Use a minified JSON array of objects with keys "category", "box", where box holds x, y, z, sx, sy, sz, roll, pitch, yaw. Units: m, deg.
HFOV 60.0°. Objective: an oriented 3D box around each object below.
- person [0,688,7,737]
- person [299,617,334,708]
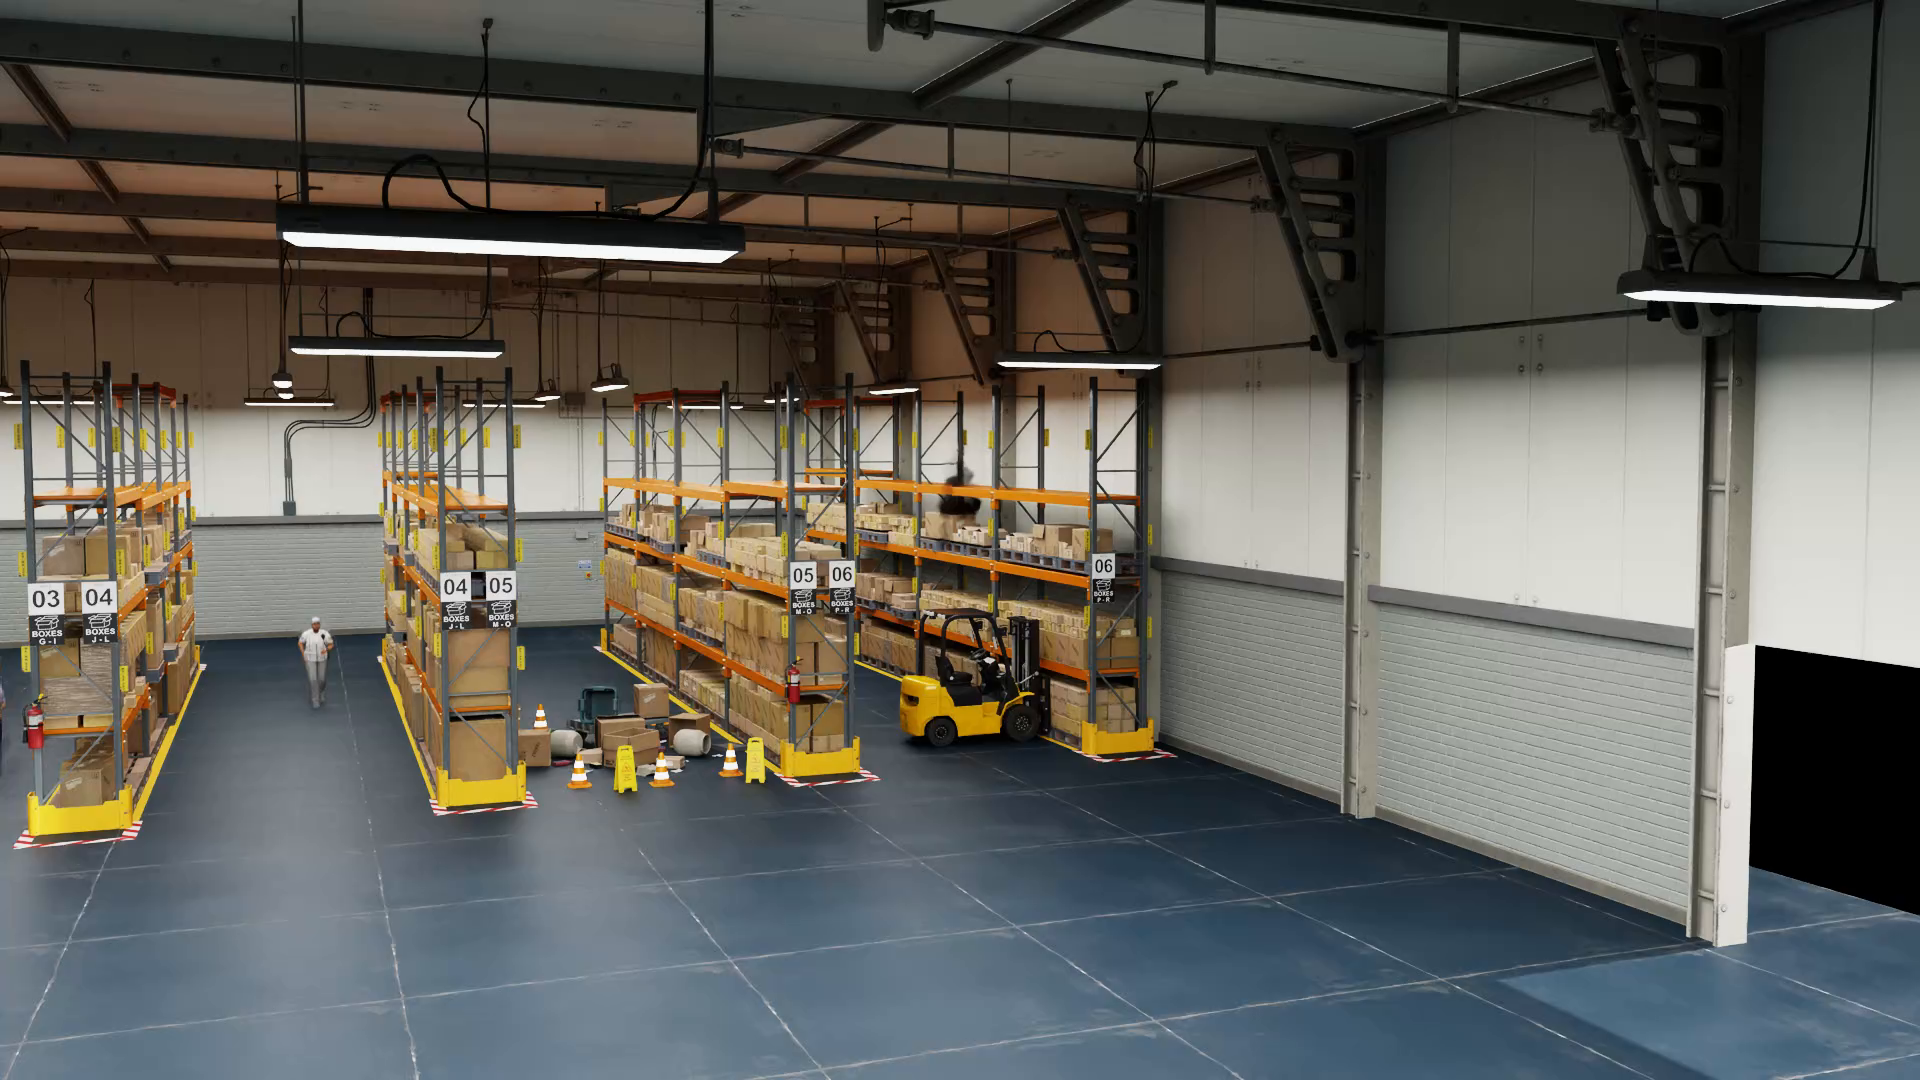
[{"category":"person","box":[-14.238,2.725,24.297,0.562,1.655,0.680,-2,4,-25]},{"category":"person","box":[-12.112,2.283,31.320,0.617,1.668,0.837,-2,4,-25]}]
